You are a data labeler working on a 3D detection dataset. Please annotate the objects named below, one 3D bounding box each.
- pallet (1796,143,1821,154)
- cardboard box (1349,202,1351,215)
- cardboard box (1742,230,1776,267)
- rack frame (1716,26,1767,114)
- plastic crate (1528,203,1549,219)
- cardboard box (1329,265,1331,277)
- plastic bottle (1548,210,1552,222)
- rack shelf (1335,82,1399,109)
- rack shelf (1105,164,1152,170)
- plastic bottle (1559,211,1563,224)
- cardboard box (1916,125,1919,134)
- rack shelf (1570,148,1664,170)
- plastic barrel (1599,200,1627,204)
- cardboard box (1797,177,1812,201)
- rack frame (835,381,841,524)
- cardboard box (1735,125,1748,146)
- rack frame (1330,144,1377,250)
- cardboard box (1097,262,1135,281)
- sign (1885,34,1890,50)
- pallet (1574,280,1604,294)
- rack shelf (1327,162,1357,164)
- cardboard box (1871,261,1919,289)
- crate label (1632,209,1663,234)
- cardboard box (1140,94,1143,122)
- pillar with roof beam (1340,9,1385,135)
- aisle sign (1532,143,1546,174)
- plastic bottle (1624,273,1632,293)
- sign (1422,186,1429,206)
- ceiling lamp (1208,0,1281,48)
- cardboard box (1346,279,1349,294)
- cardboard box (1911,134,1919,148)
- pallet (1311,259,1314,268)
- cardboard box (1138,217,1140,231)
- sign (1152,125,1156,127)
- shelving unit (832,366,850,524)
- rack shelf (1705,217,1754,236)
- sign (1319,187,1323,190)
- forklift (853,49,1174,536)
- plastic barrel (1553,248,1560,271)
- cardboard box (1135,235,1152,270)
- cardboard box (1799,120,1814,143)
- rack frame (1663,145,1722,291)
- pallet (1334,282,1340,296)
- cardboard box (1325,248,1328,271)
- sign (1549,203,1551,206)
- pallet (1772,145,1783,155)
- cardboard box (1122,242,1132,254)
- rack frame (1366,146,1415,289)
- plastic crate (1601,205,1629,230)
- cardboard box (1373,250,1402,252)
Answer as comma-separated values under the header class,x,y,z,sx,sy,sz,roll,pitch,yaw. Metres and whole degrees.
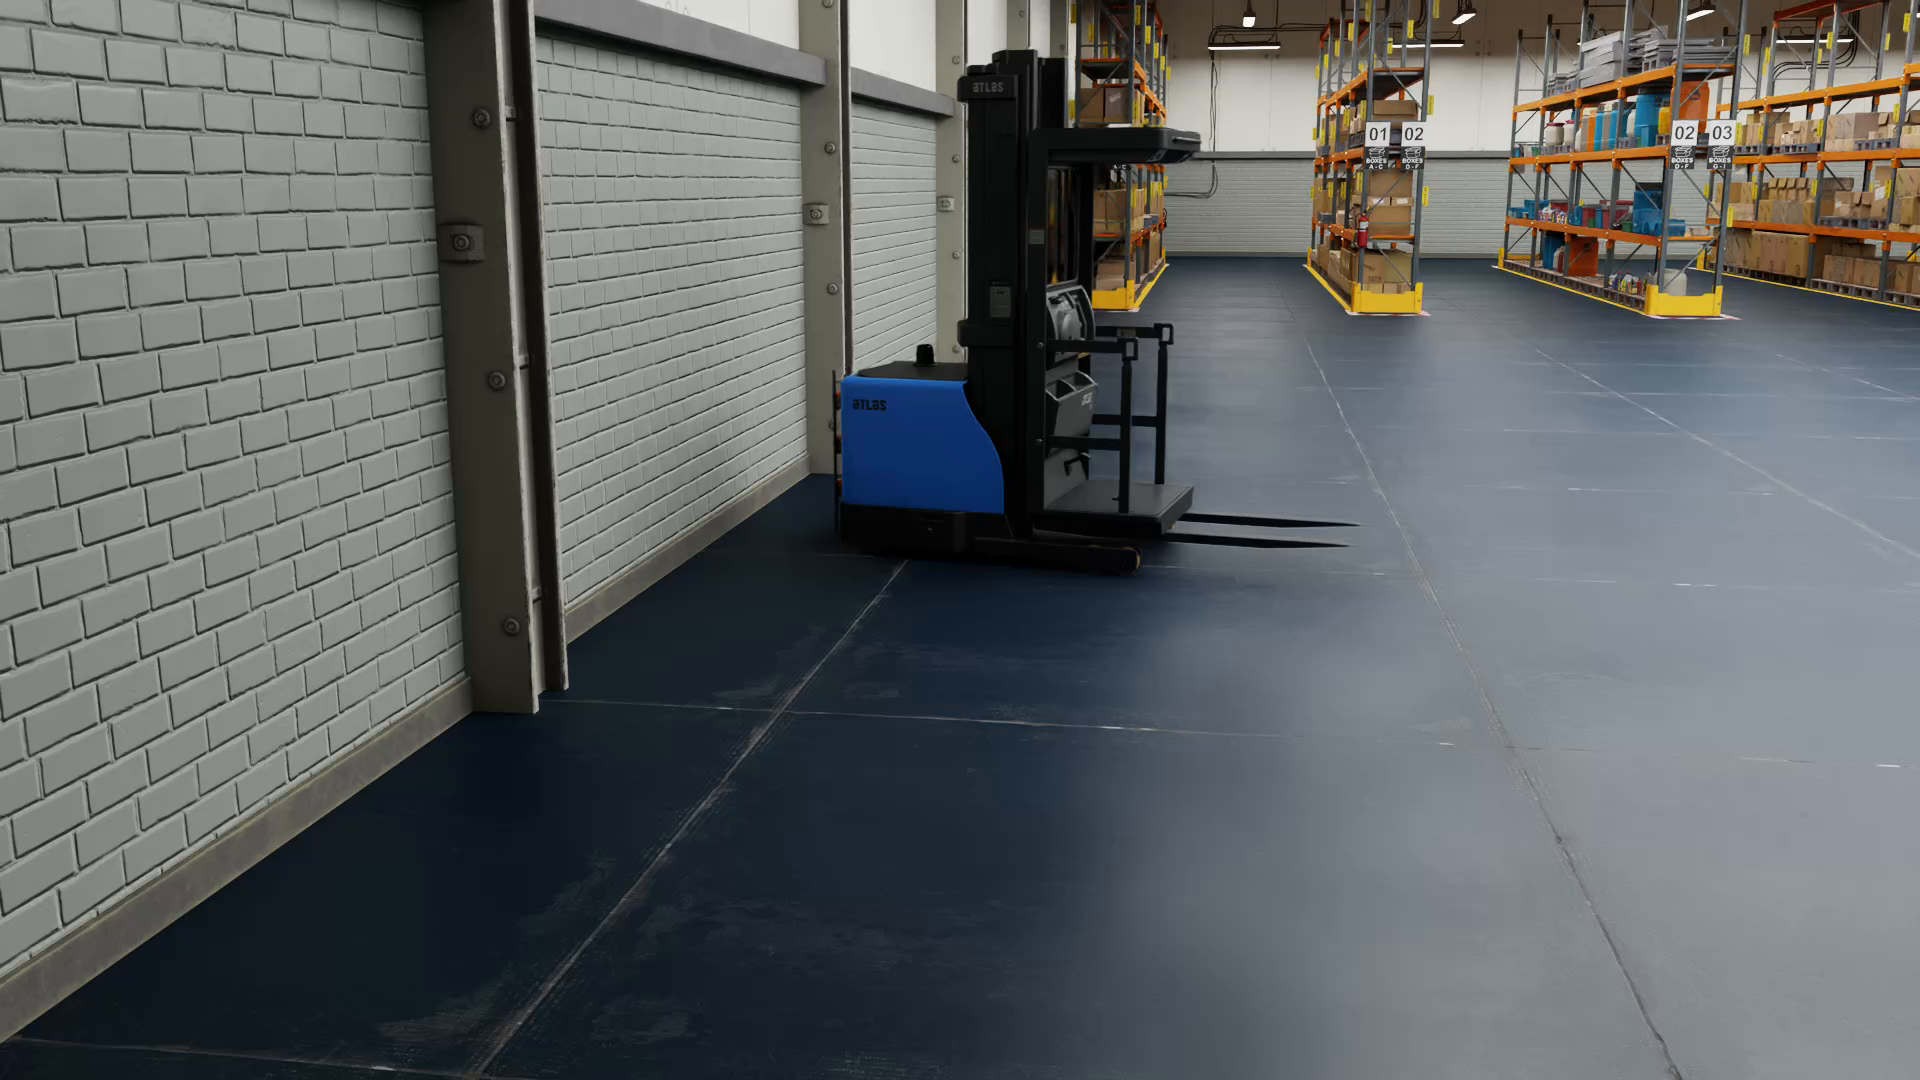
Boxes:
class,x,y,z,sx,sy,sz,roll,pitch,yaw
pallet,18.466,-8.290,35.167,1.213,0.211,1.003,2,12,11
cardboard box,8.389,-6.801,34.693,0.500,0.500,0.500,1,12,6
cardboard box,19.215,-6.914,39.502,0.875,0.875,0.875,2,12,9
rack frame,19.649,-11.378,41.929,1.000,3.000,0.127,2,12,9
plastic crate,13.875,-7.903,39.939,0.392,0.384,0.575,2,12,9
cardboard box,8.184,-5.759,35.624,0.500,0.250,0.500,2,12,7
plastic bottle,13.515,-7.387,37.947,0.152,0.276,0.135,2,12,9
rack shelf,8.324,-9.071,33.880,1.077,0.370,4.000,2,12,9
rack shelf,3.428,-7.960,34.895,1.077,0.370,4.000,2,12,9
plastic bottle,13.297,-7.128,36.754,0.097,0.271,0.097,0,12,0
cardboard box,17.413,-7.364,29.833,0.380,0.149,0.250,2,12,9
rack shelf,13.217,-7.639,33.406,1.077,0.370,4.000,2,12,9
plastic barrel,13.753,-6.901,35.070,0.600,0.536,0.708,2,12,9
cardboard box,18.650,-7.606,36.050,0.797,0.503,0.637,2,12,10
rack frame,-0.705,-0.546,10.533,0.190,0.915,0.003,4,13,18
cardboard box,19.385,-9.882,40.637,0.700,0.500,0.500,1,12,5
rack frame,8.631,-7.102,36.326,1.000,3.000,0.127,2,12,9
cardboard box,2.951,-5.000,31.464,0.700,0.500,0.500,1,12,5
sign,18.957,-10.192,34.022,0.100,0.325,0.005,2,12,9
pallet,13.178,-5.164,33.954,1.003,0.211,1.213,2,12,9
rack shelf,9.554,-9.561,41.861,0.919,0.124,3.809,2,12,9
cardboard box,17.920,-5.068,31.777,0.700,0.500,0.500,1,12,4
crate label,12.311,-5.684,29.665,0.502,0.435,0.616,2,12,9
cardboard box,3.168,-8.106,31.208,0.500,0.500,0.500,1,12,7
pillar with roof beam,17.083,-11.861,36.476,17.304,5.858,4.923,2,12,9
aisle sign,15.056,-9.882,43.057,0.394,0.787,0.004,2,12,9
plastic bottle,12.253,-4.707,30.457,0.144,0.351,0.185,2,12,11
sign,7.948,-5.879,28.410,0.100,0.325,0.005,2,12,9
ceiling lamp,7.875,-15.210,45.757,2.000,3.144,0.800,2,12,9
cardboard box,7.332,-4.627,30.375,0.500,0.250,0.500,2,12,9
cardboard box,17.405,-7.145,29.761,0.504,0.250,0.504,2,12,9
pallet,9.728,-7.222,43.504,1.003,0.211,1.213,2,12,9
cardboard box,3.124,-5.943,31.260,0.500,0.250,0.500,2,12,9
sign,4.272,-8.962,36.614,0.100,0.325,0.005,2,12,9
shelving unit,-0.666,-0.570,10.647,0.215,1.050,0.249,4,13,18
rack shelf,19.342,-7.677,40.705,1.077,0.370,4.000,2,12,9
sign,8.709,-8.374,40.173,0.100,0.325,0.005,2,12,9
forklift,18.304,-5.282,27.512,24.640,3.159,46.598,4,13,18
plastic barrel,13.756,-6.387,37.921,0.421,0.512,0.421,0,12,0
cardboard box,3.979,-6.565,37.940,0.750,0.750,0.750,2,12,8
cardboard box,18.488,-8.812,35.910,0.500,0.500,0.500,3,12,12
rack frame,12.298,-5.275,27.850,0.949,2.616,0.053,2,12,9
pallet,8.091,-5.061,33.474,1.003,0.211,1.213,2,12,9
cardboard box,8.623,-6.405,37.982,0.500,0.500,0.500,1,12,7
sign,15.301,-8.671,43.221,0.100,0.325,0.005,2,12,9
pallet,18.942,-8.793,37.508,0.805,0.209,1.217,1,12,6
cardboard box,3.358,-6.142,34.984,0.500,0.250,0.500,2,12,7
rack frame,7.398,-5.436,28.599,0.949,2.616,0.053,2,12,9
plastic crate,12.682,-6.250,32.221,0.402,0.464,0.583,2,12,9
cardboard box,7.999,-5.185,31.184,0.500,0.500,0.500,2,12,9
